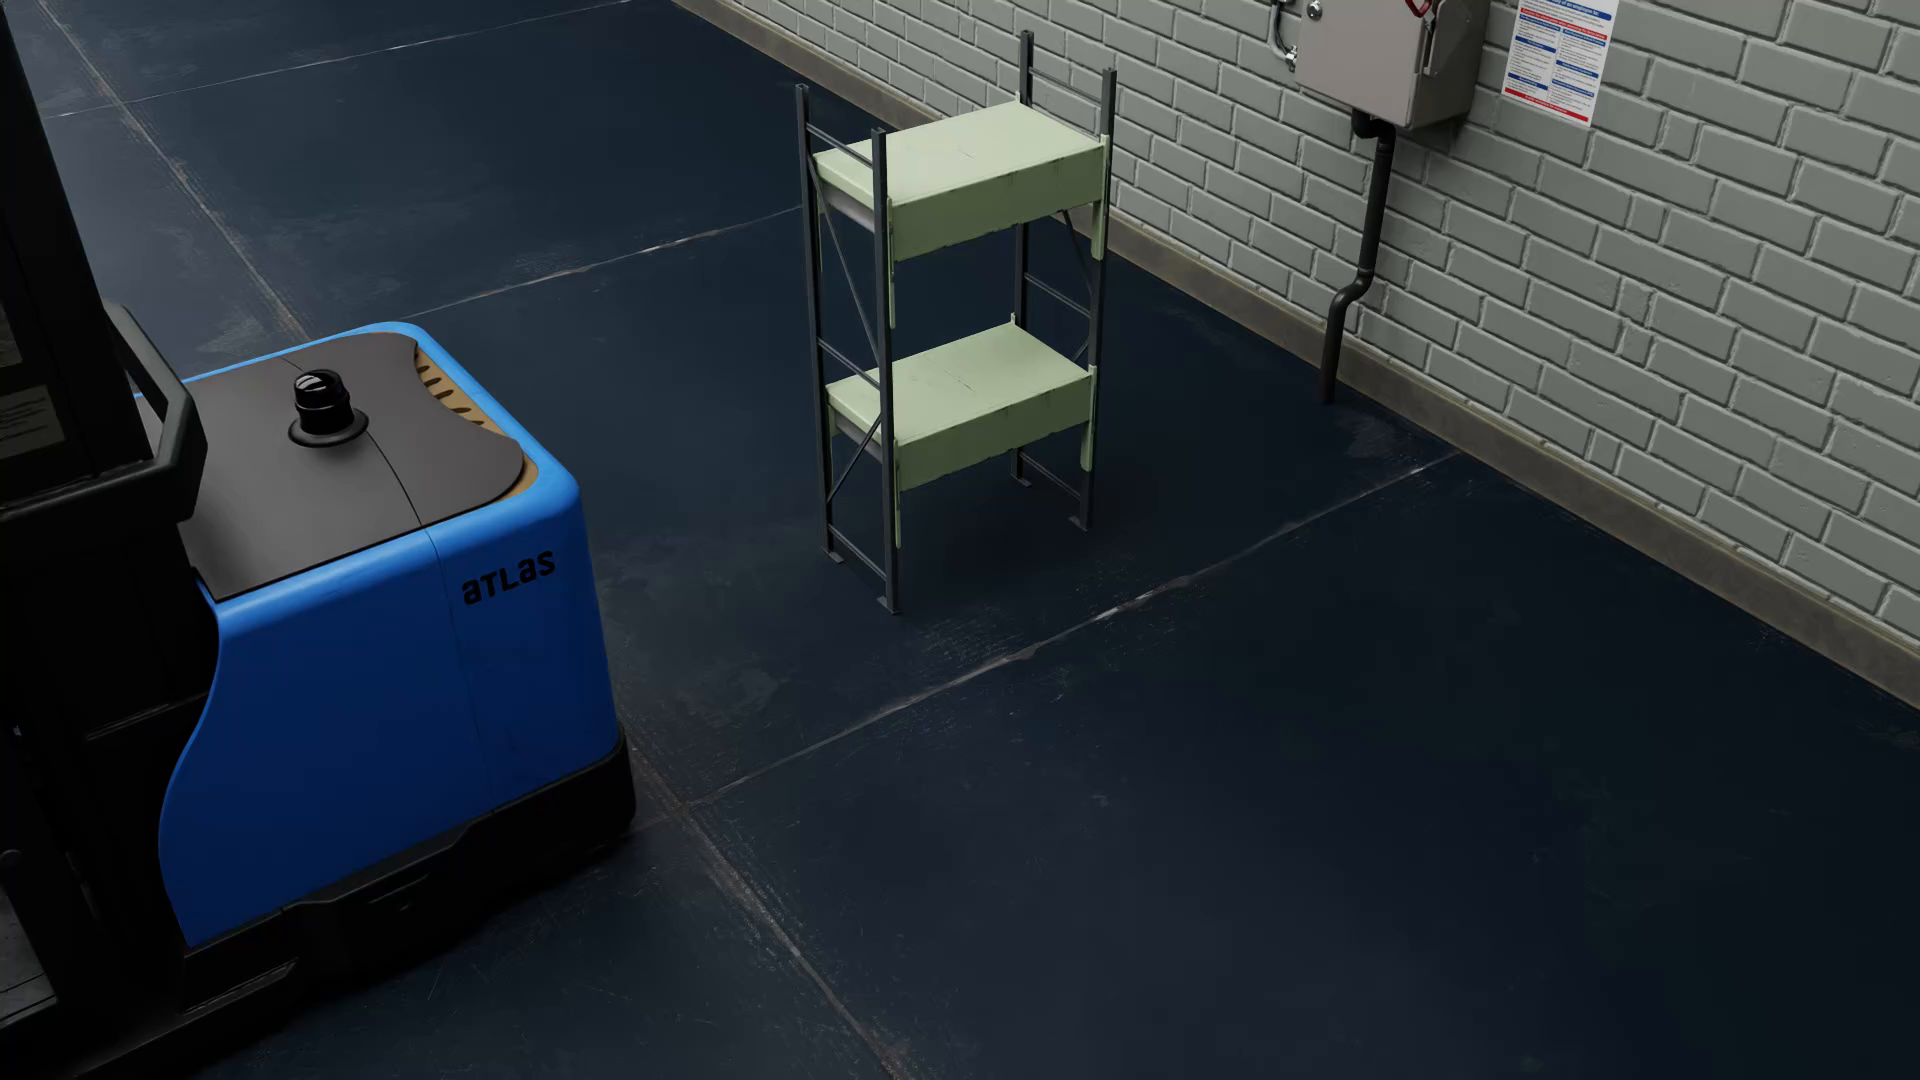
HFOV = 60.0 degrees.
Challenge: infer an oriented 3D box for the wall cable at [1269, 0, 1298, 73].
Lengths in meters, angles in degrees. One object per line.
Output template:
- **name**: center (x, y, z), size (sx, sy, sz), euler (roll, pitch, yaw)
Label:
- **wall cable**: center (1.030, -2.482, 5.262), size (0.122, 1.984, 0.588), euler (-22, 41, -28)

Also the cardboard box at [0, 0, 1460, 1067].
- **cardboard box**: center (-5.440, -0.091, 4.049), size (13.522, 1.550, 6.103), euler (-23, 42, -29)

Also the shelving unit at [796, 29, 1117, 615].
- **shelving unit**: center (-0.005, -0.607, 4.809), size (0.755, 1.500, 0.400), euler (-22, 41, -28)

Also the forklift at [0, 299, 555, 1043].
- **forklift**: center (-2.341, -0.104, 2.959), size (2.937, 2.843, 1.107), euler (-24, 42, -29)

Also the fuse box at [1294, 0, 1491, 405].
- **fuse box**: center (1.294, -1.168, 5.408), size (0.414, 1.711, 0.539), euler (-22, 41, -28)

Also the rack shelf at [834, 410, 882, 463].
- **rack shelf**: center (-0.005, -0.400, 4.958), size (0.664, 0.071, 0.332), euler (-22, 41, -28)

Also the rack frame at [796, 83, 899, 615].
- **rack frame**: center (-0.305, -0.484, 4.638), size (0.023, 1.500, 0.400), euler (-22, 41, -28)

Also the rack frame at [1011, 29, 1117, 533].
- **rack frame**: center (0.294, -0.730, 4.980), size (0.023, 1.500, 0.400), euler (-22, 41, -28)
